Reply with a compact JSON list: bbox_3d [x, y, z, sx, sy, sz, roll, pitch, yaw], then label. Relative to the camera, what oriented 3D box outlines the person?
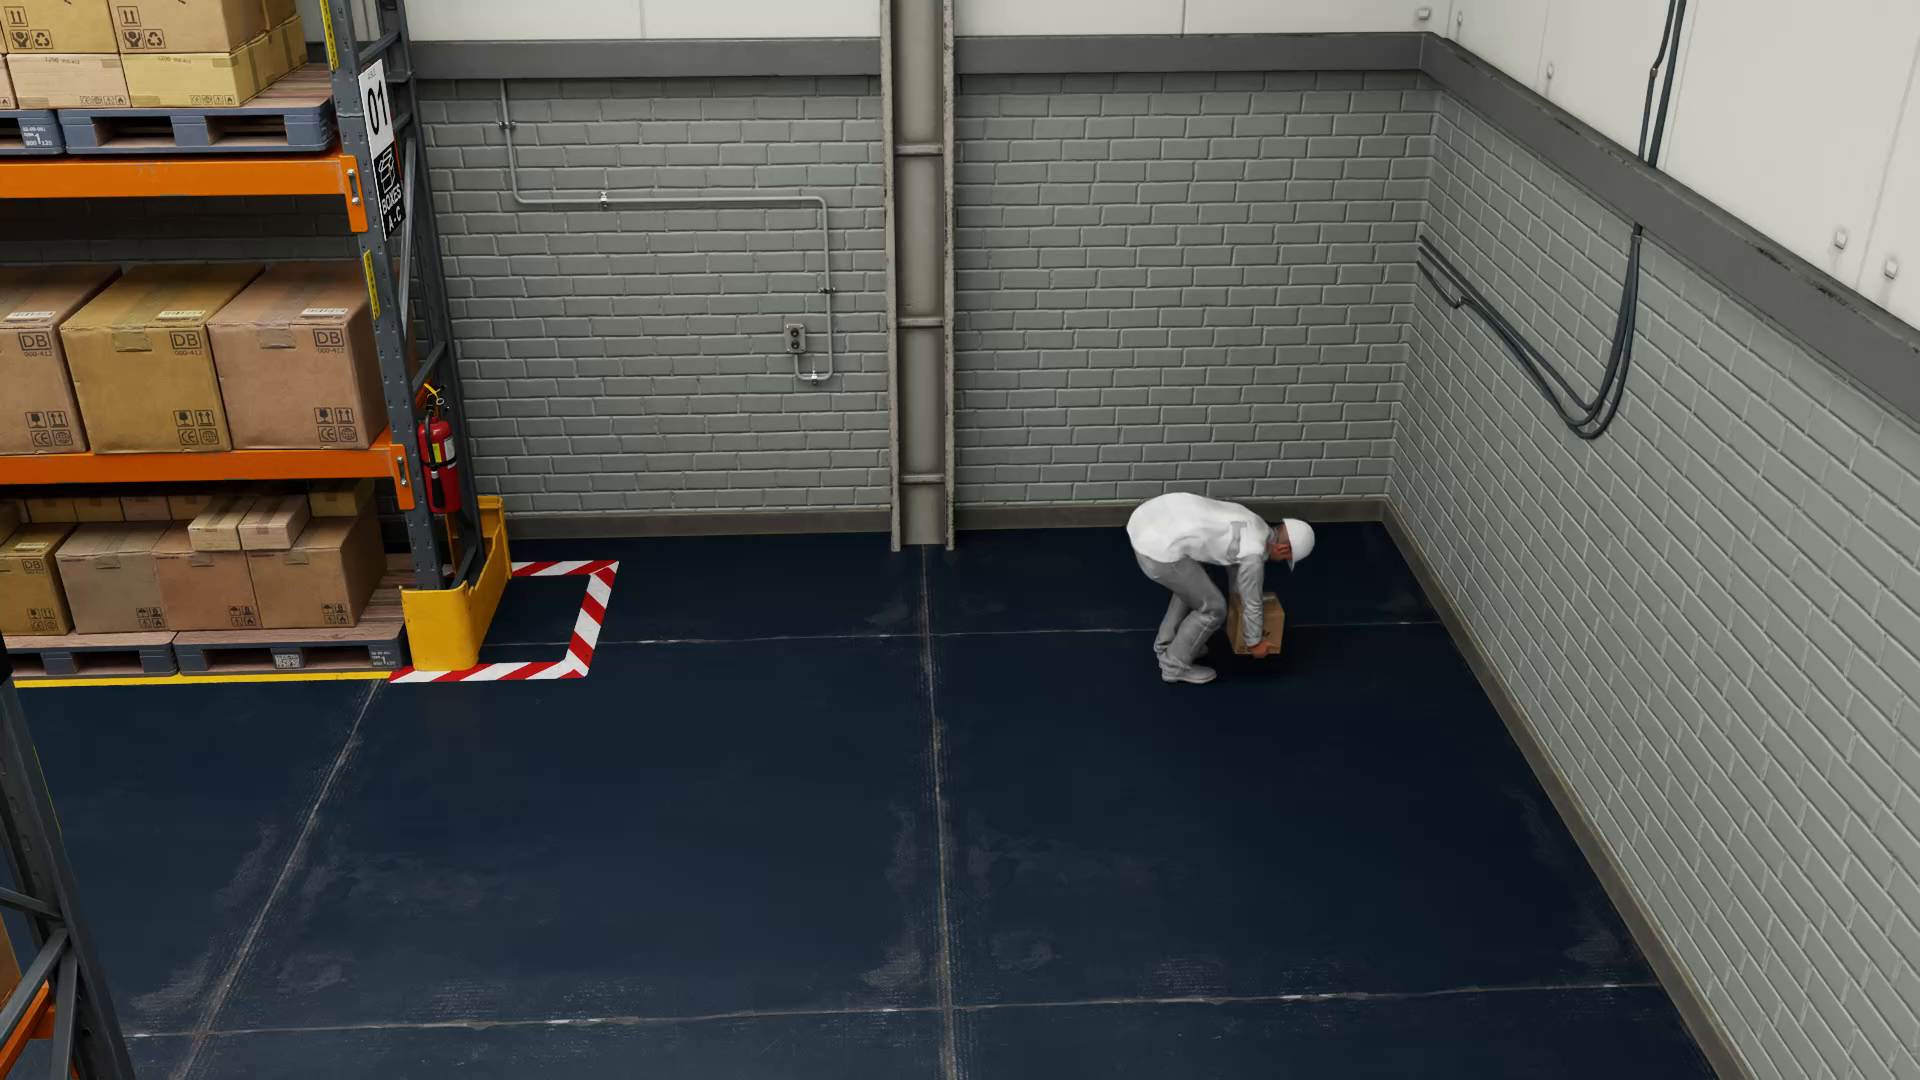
[{"bbox_3d":[1.391,0.232,8.935,1.004,1.042,0.476,-3,27,-5],"label":"person"}]
